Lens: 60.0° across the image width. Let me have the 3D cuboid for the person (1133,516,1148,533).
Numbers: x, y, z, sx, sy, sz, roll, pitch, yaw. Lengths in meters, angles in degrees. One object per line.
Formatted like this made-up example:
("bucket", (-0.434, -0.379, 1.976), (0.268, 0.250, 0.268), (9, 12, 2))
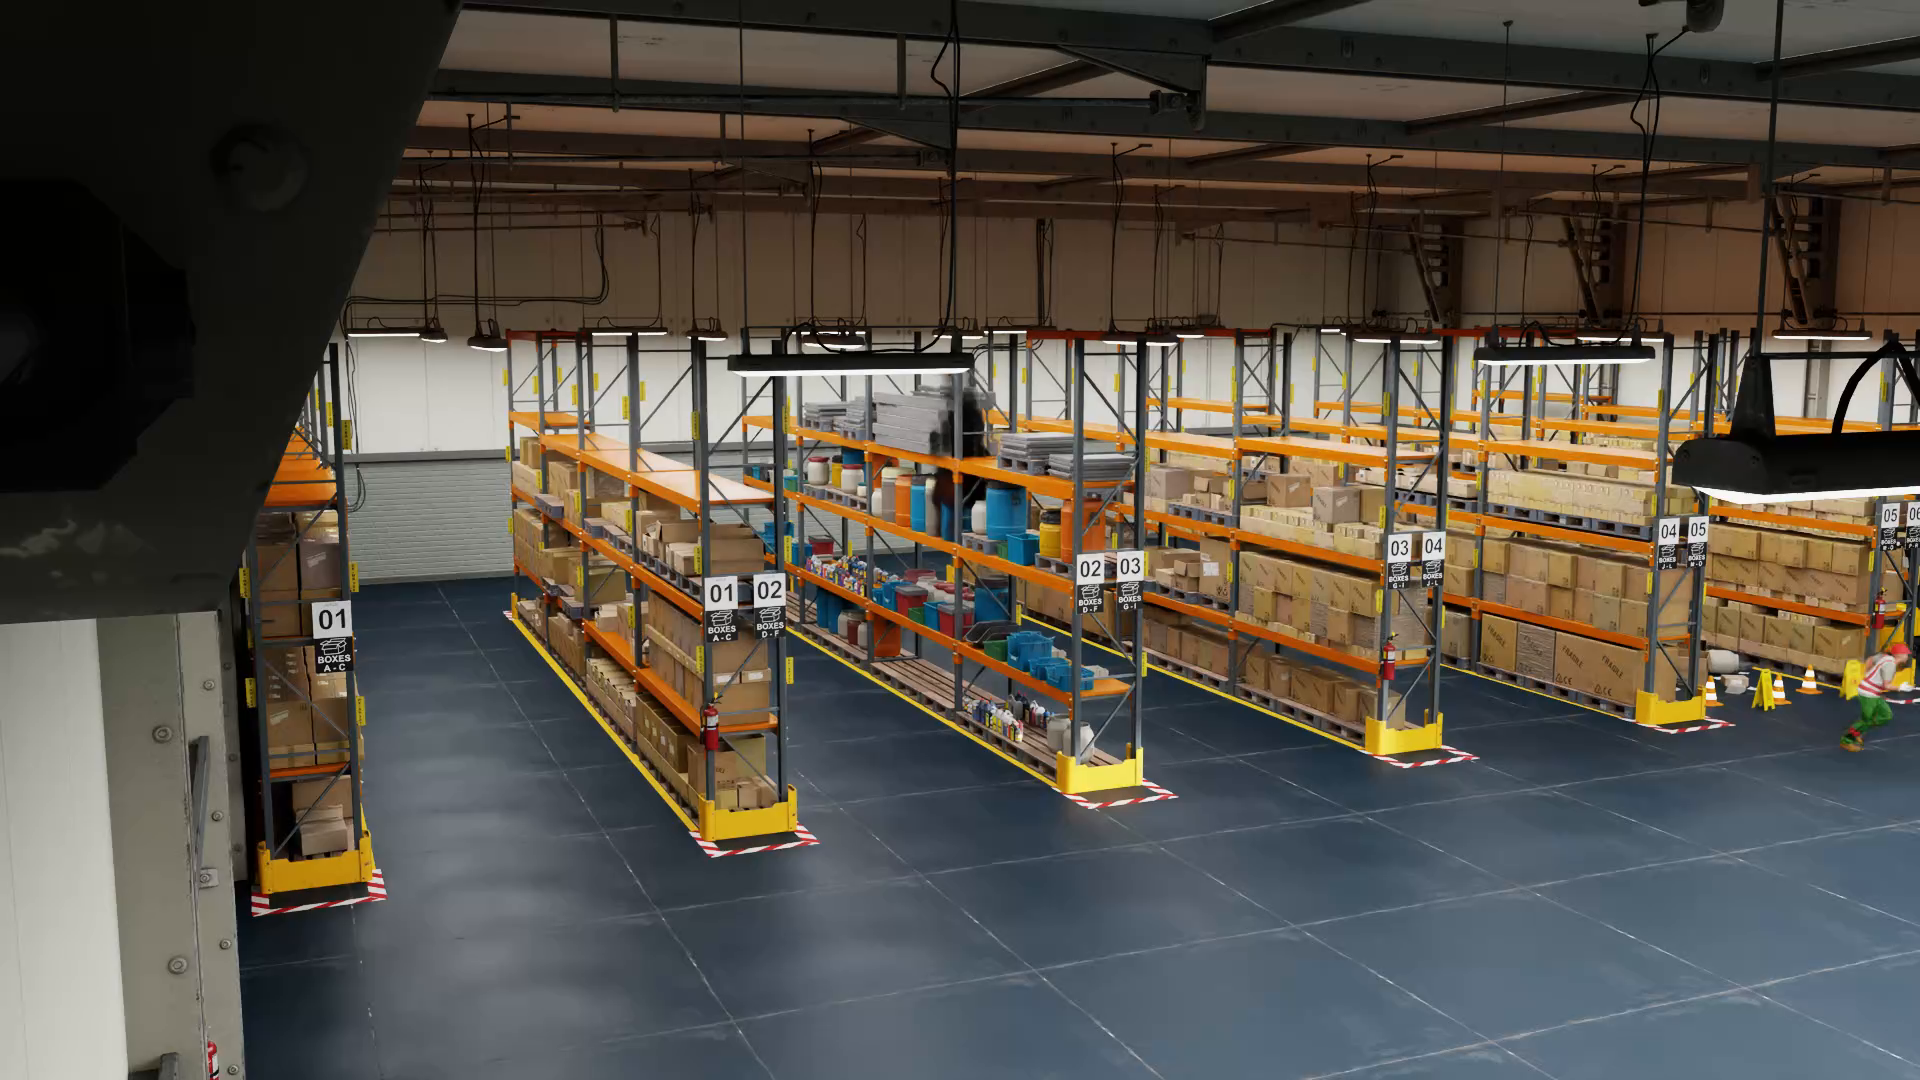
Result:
("person", (4.578, -0.253, 42.342), (0.634, 1.696, 0.587), (-7, 10, -42))

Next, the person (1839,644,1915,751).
("person", (13.287, 2.265, 24.078), (0.895, 1.606, 0.701), (4, 9, 26))
